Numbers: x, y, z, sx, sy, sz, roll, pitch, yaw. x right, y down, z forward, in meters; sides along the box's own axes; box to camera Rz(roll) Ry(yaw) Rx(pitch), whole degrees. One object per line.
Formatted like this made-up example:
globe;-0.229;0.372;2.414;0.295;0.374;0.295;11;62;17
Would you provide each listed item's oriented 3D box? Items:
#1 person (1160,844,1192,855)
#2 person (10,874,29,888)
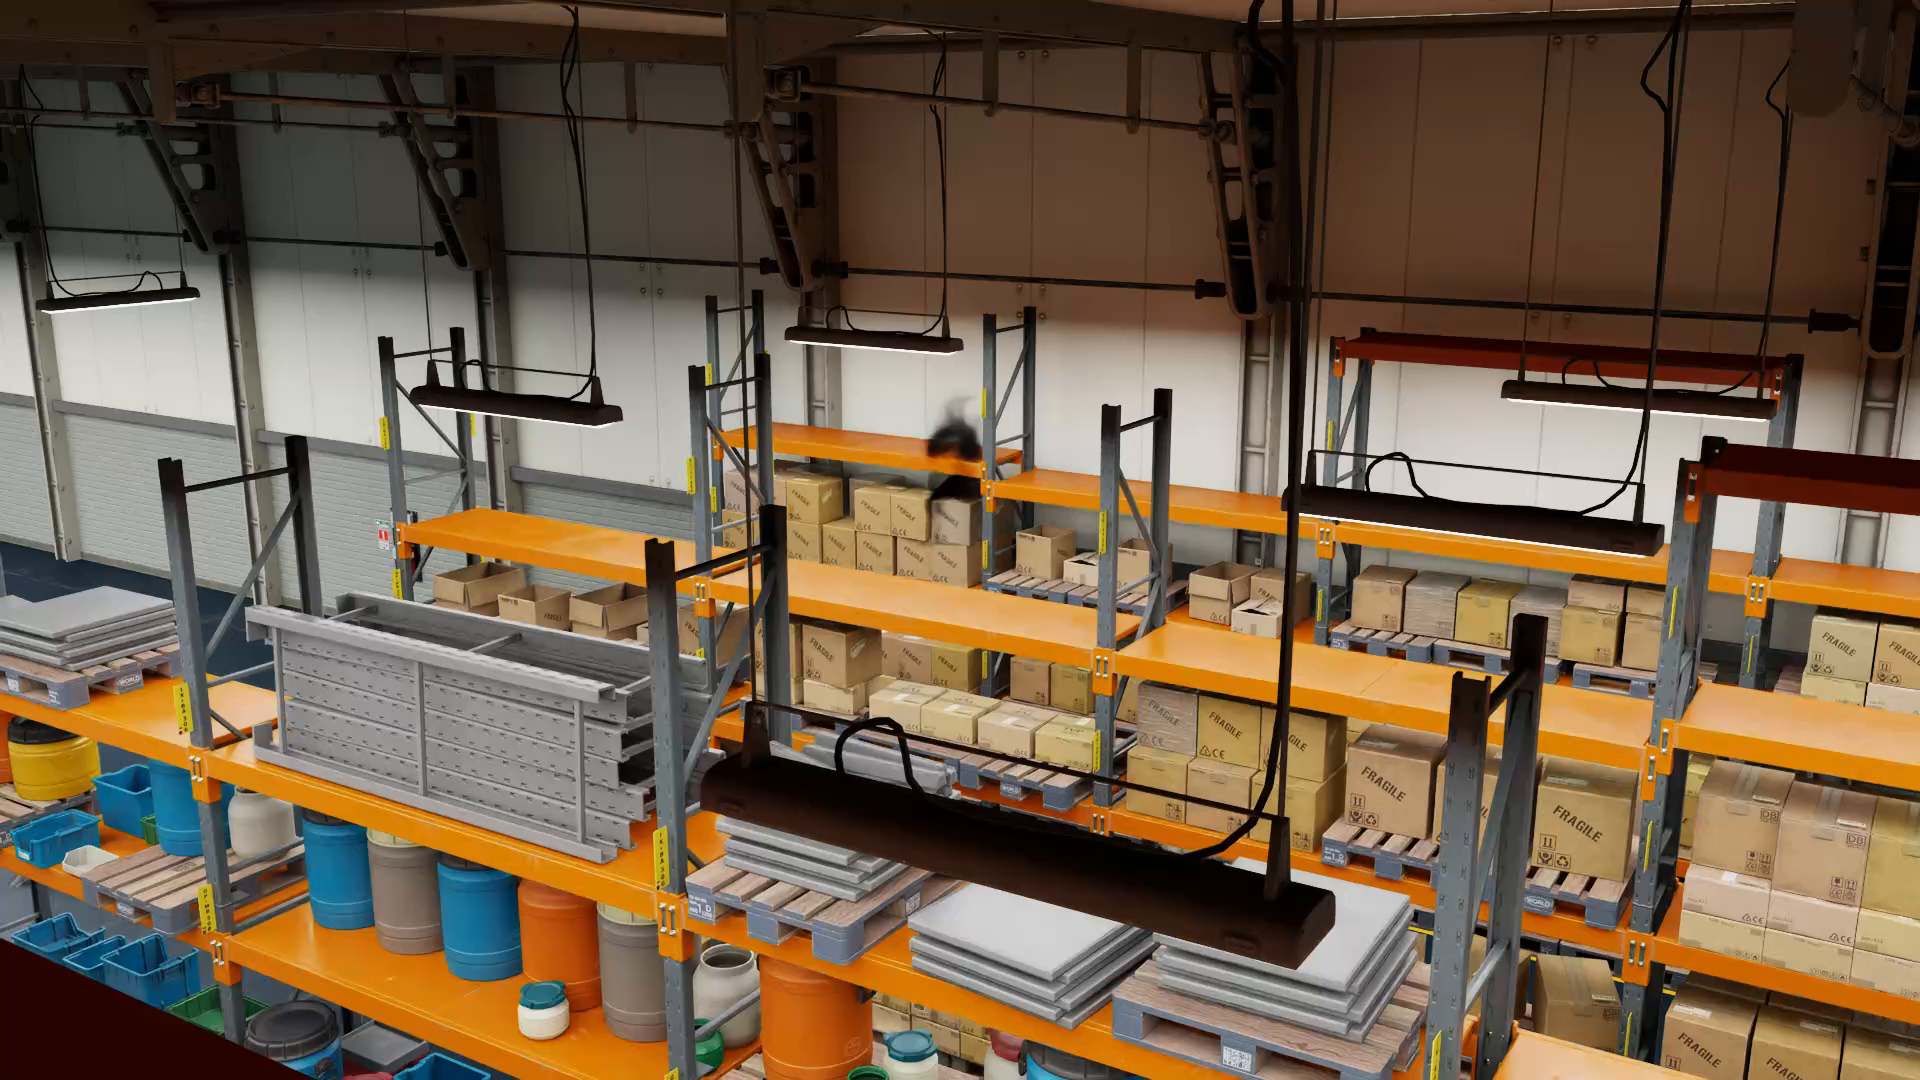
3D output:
person;2.120;3.380;16.128;0.709;1.726;0.548;6;15;24
person;-10.005;2.907;17.988;0.692;1.742;0.597;-10;17;-35
